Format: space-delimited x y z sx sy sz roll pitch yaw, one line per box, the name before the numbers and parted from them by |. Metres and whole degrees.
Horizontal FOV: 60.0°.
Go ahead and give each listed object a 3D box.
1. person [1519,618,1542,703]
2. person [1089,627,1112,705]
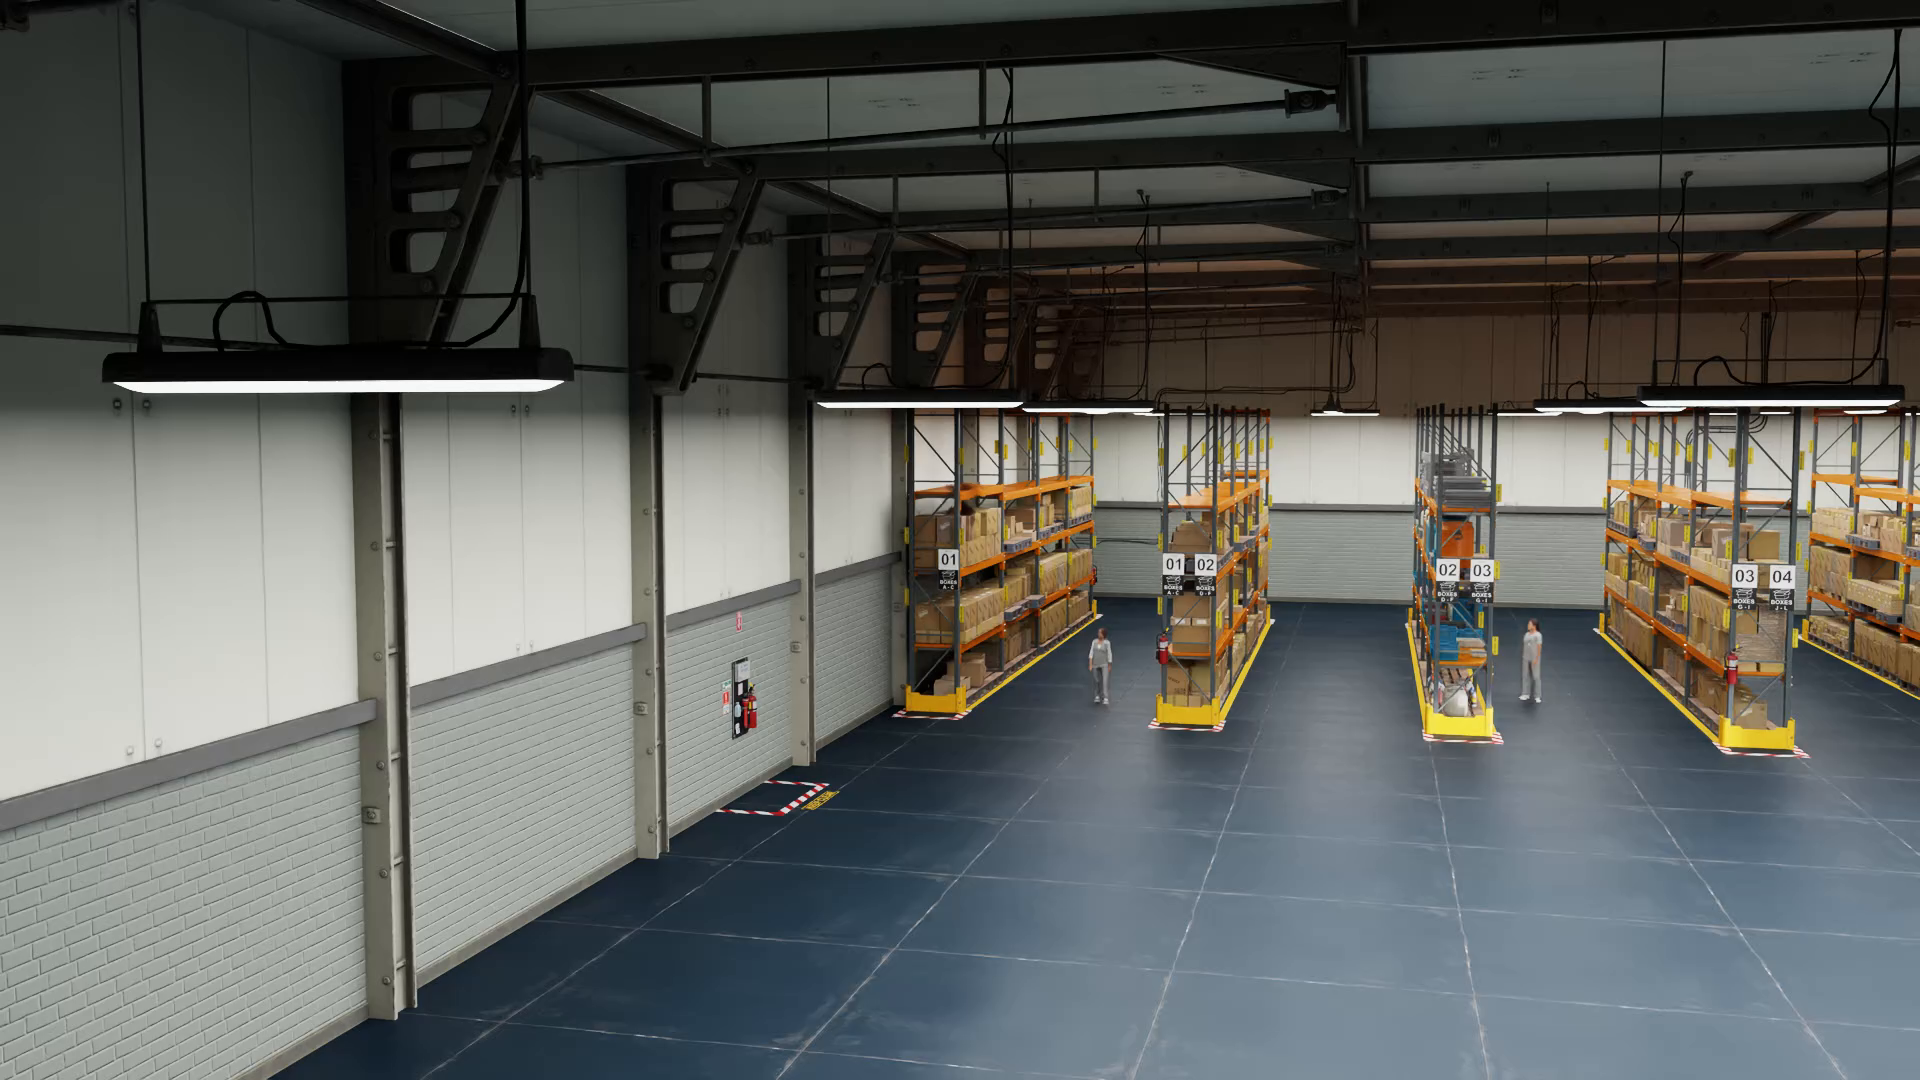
person | 11.622 2.448 33.779 0.363 1.709 0.467 -4 5 -41
person | 2.793 2.530 33.101 0.452 1.512 1.001 1 4 9
